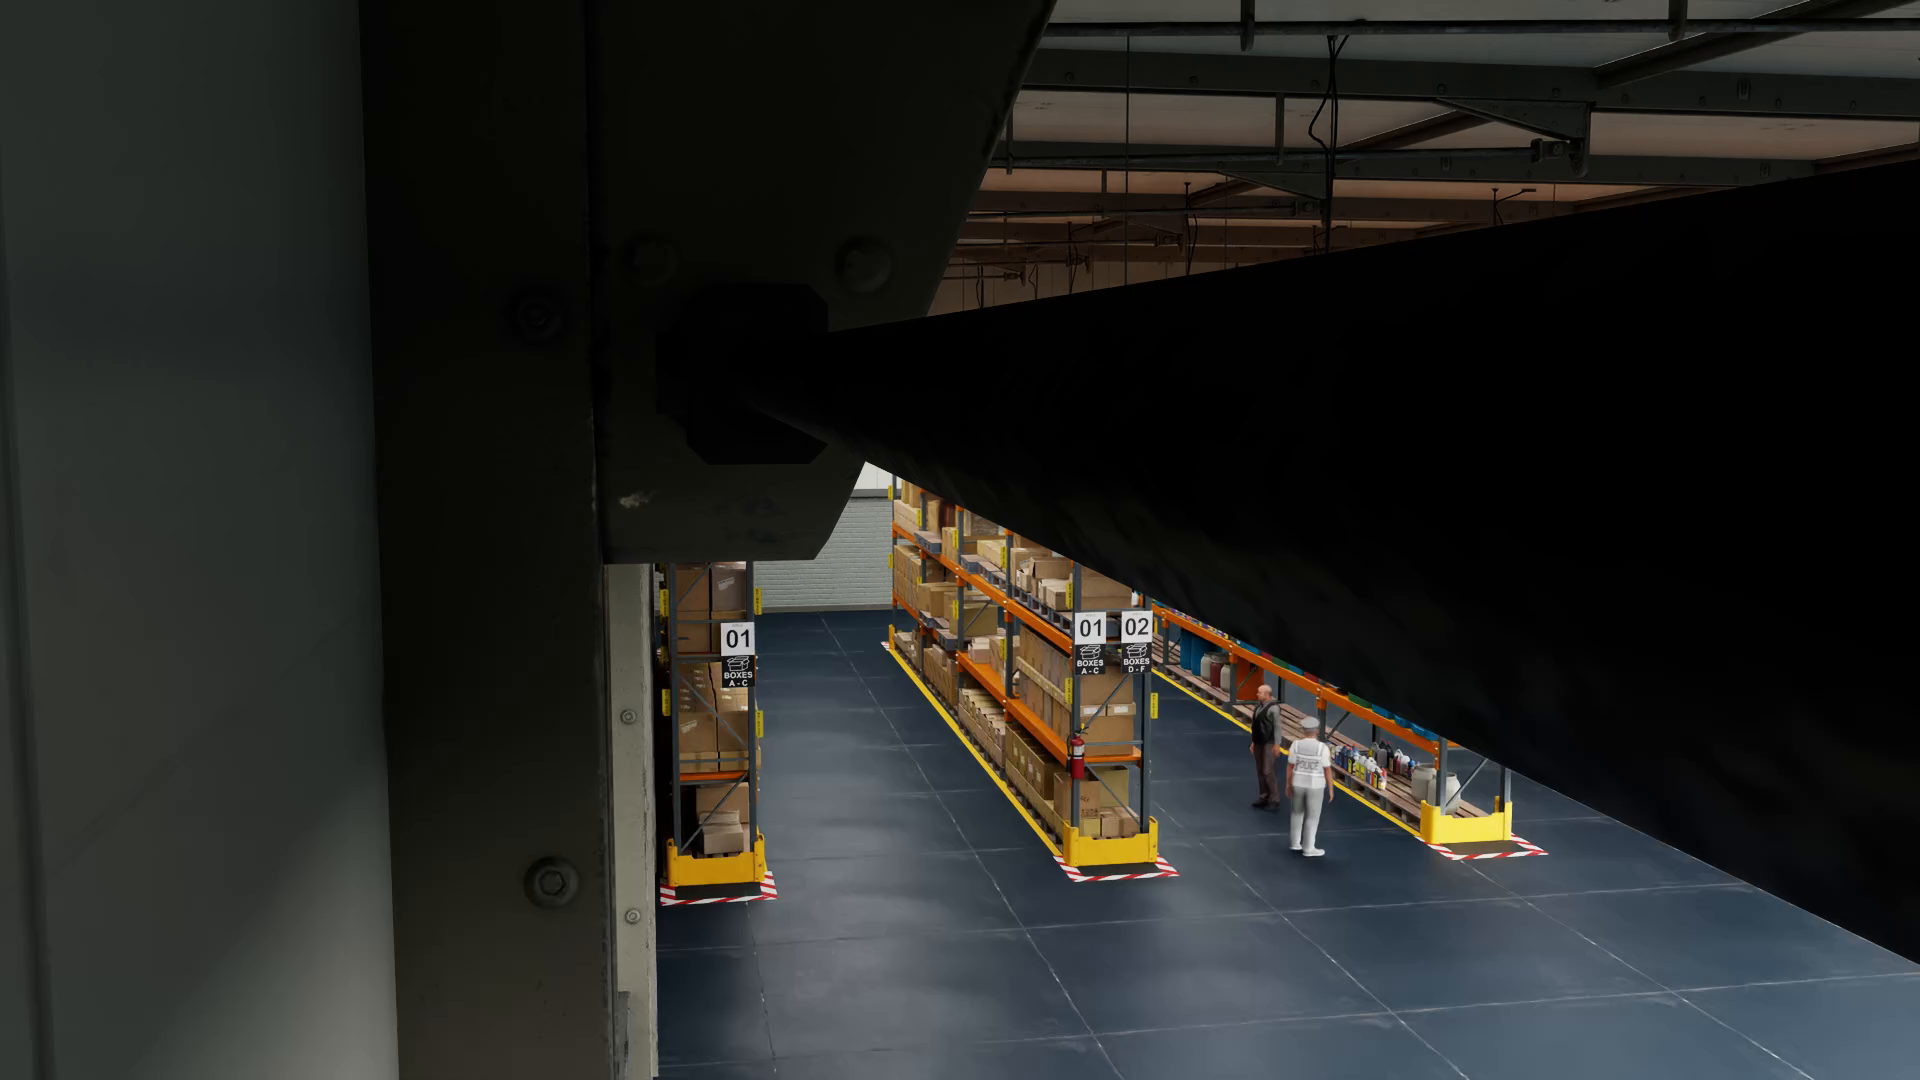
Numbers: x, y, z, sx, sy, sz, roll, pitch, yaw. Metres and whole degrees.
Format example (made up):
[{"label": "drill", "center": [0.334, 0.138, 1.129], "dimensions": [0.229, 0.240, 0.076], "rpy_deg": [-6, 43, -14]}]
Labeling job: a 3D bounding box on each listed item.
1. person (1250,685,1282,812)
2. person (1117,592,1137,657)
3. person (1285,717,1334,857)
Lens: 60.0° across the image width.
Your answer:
[{"label": "person", "center": [4.325, 2.938, 23.585], "dimensions": [0.392, 1.759, 0.610], "rpy_deg": [-2, 7, -21]}, {"label": "person", "center": [3.456, 1.651, 35.214], "dimensions": [0.537, 1.766, 0.599], "rpy_deg": [-1, 6, -13]}, {"label": "person", "center": [4.500, 3.165, 21.335], "dimensions": [0.619, 1.791, 0.511], "rpy_deg": [4, 8, 35]}]
